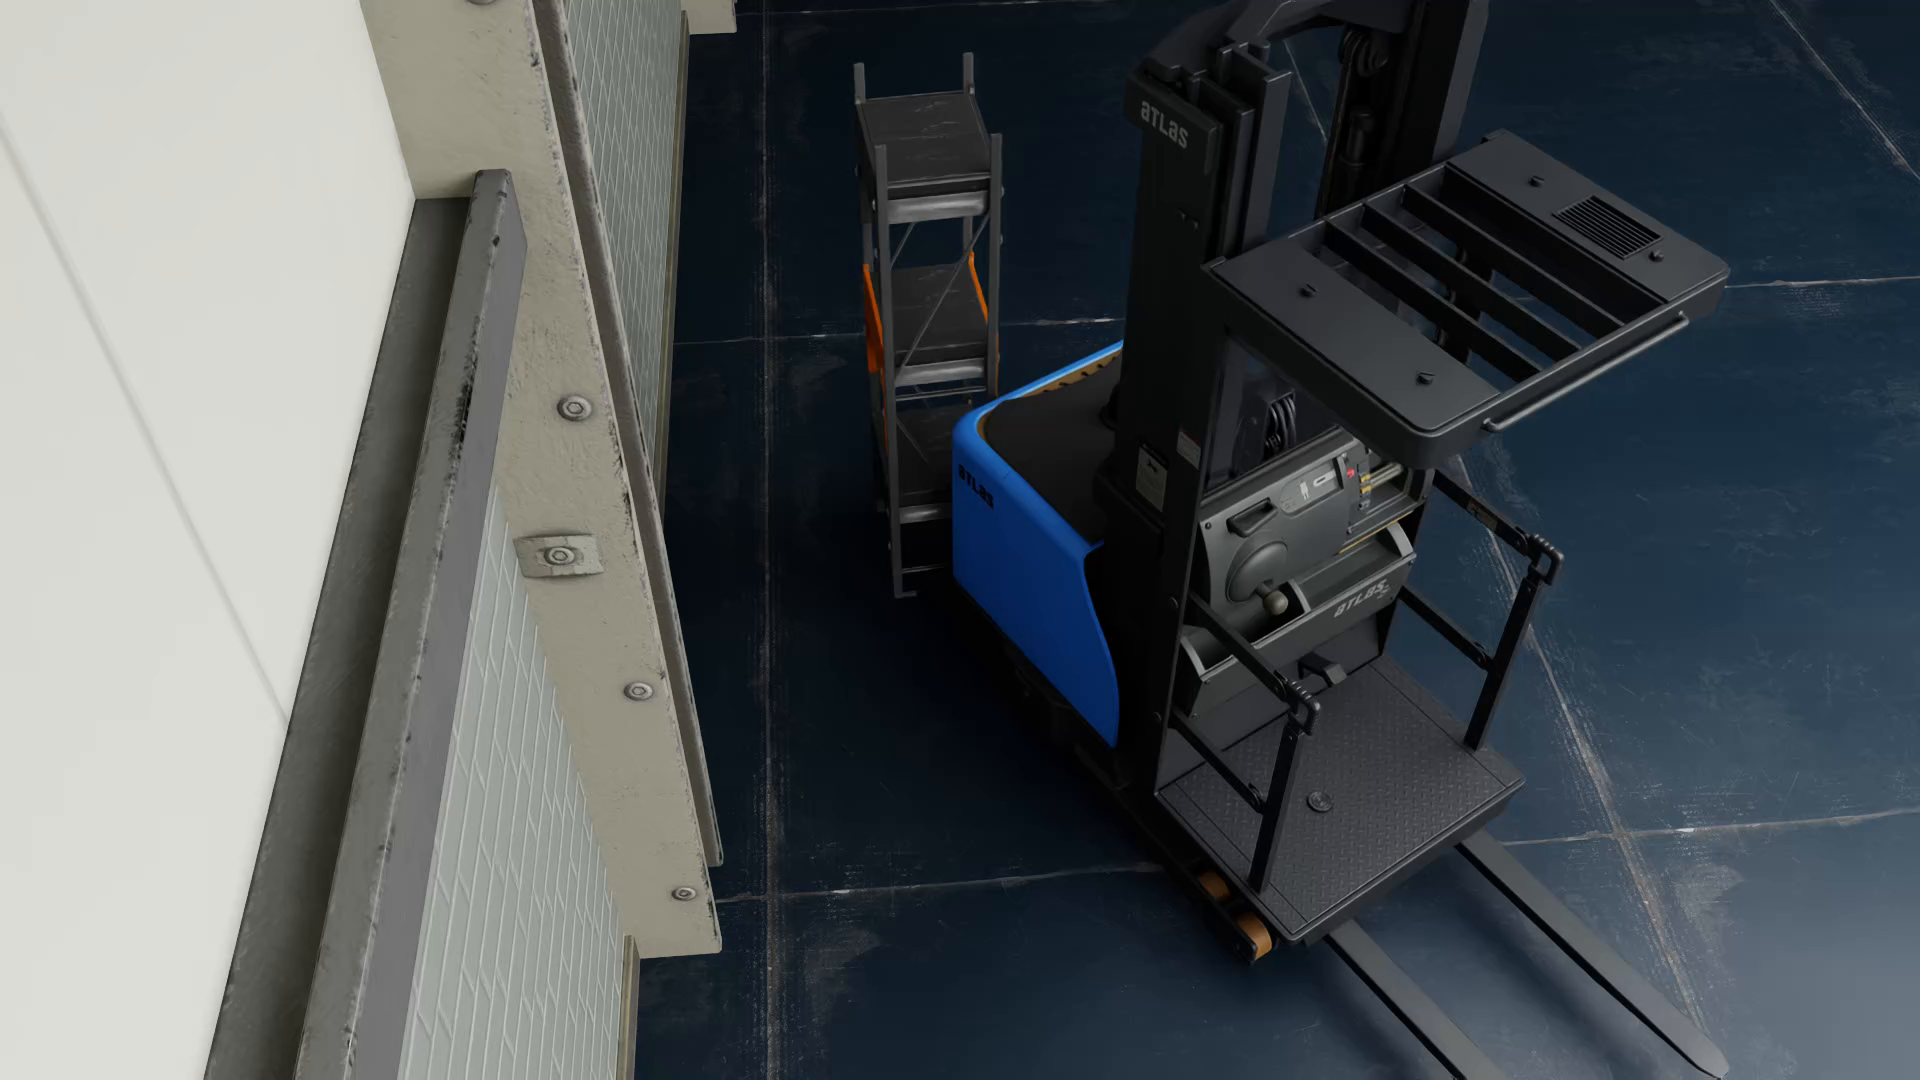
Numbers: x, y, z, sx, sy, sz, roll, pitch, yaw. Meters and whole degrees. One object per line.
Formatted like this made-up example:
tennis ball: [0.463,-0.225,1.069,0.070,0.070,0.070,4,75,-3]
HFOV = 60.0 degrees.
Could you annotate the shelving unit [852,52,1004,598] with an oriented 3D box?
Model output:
shelving unit: [-0.111,-0.695,6.098,0.431,2.100,0.503,-7,47,-7]

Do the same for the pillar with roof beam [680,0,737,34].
pillar with roof beam: [2.817,-6.449,6.796,9.100,9.000,0.400,-3,47,-3]

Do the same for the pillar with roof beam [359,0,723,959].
pillar with roof beam: [3.319,-2.108,2.685,9.100,9.000,0.400,-3,47,-3]

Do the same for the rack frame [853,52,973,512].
rack frame: [-0.154,-0.869,6.263,0.400,2.100,0.015,-7,47,-7]

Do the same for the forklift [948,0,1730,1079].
forklift: [1.208,-0.010,4.878,1.130,2.935,3.031,-27,52,-23]

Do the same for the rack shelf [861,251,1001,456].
rack shelf: [-0.111,-0.685,6.108,0.431,0.518,0.480,-7,47,-7]

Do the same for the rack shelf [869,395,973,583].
rack shelf: [-0.111,-0.204,6.616,0.431,0.518,0.480,-7,47,-7]

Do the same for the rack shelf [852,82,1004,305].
rack shelf: [-0.111,-1.167,5.600,0.431,0.518,0.480,-7,47,-7]

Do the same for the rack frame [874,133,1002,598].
rack frame: [-0.068,-0.520,5.933,0.400,2.100,0.015,-7,47,-7]
